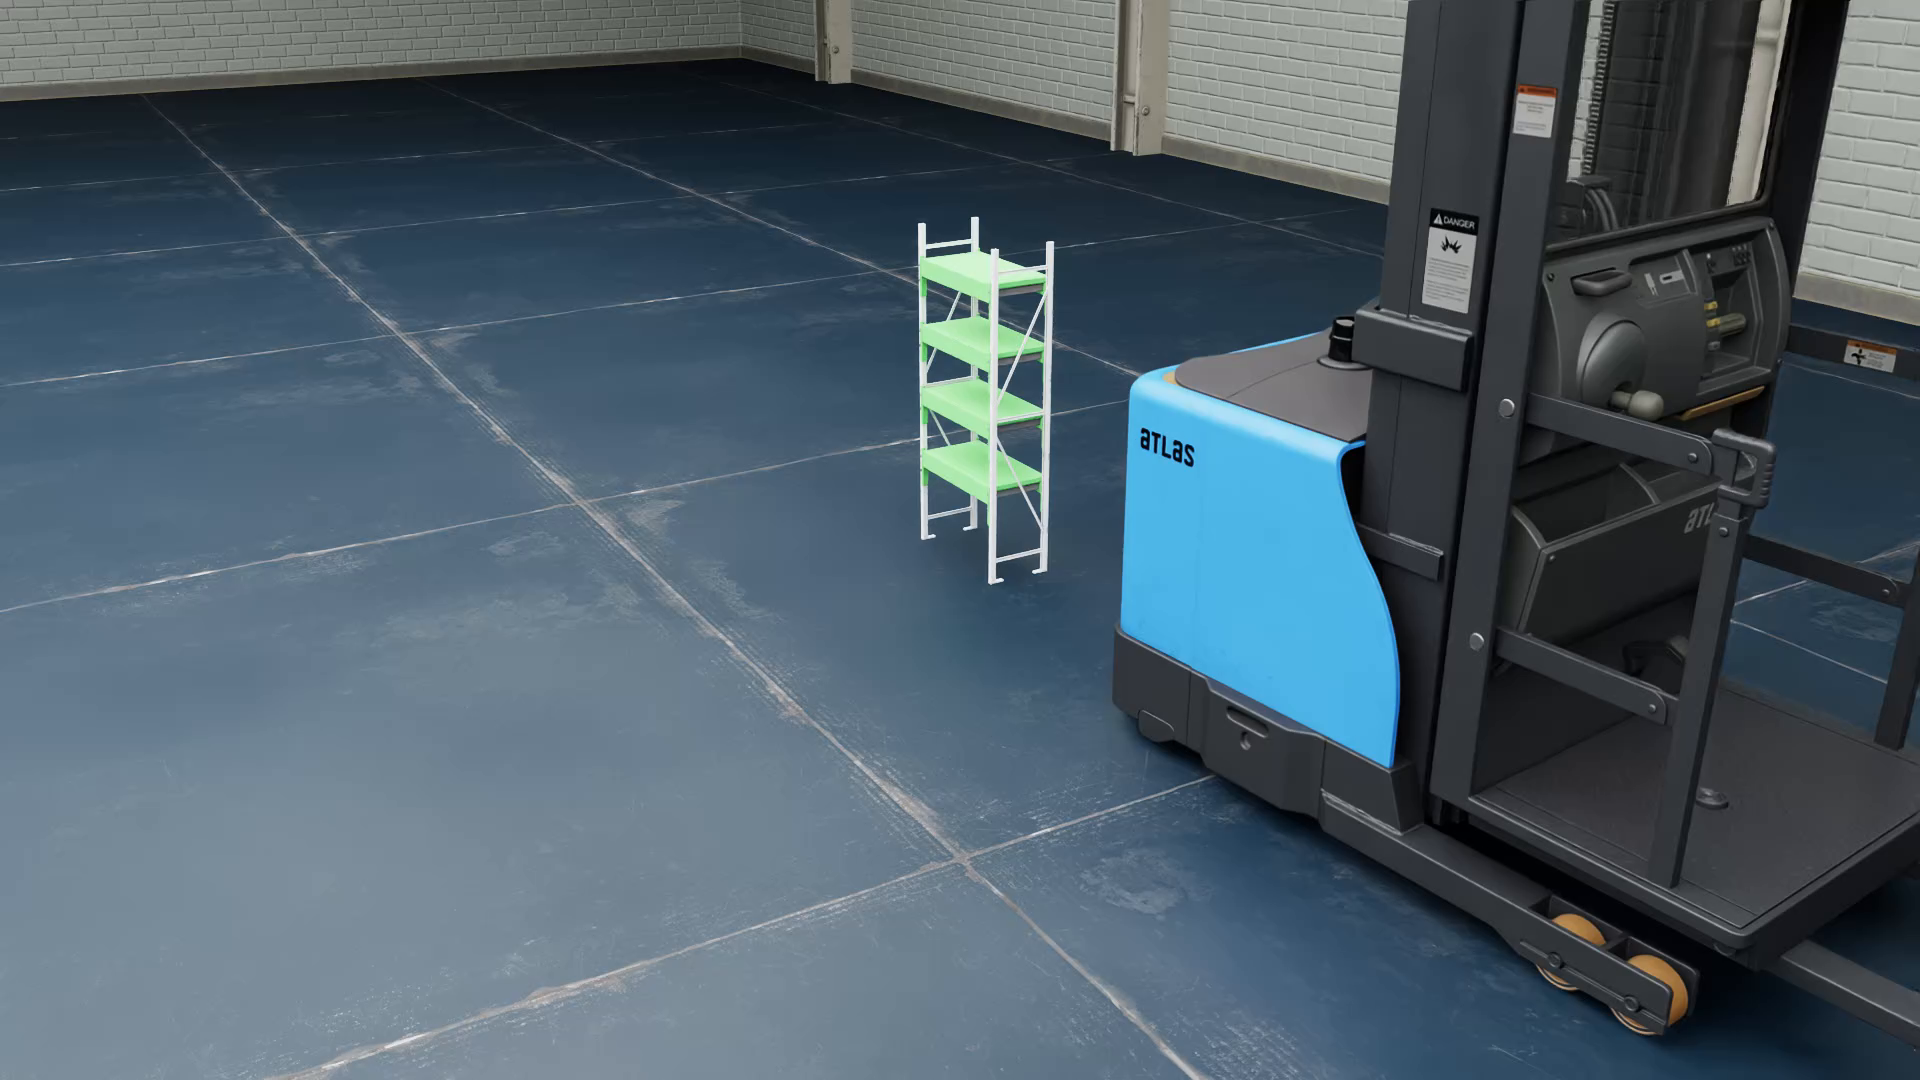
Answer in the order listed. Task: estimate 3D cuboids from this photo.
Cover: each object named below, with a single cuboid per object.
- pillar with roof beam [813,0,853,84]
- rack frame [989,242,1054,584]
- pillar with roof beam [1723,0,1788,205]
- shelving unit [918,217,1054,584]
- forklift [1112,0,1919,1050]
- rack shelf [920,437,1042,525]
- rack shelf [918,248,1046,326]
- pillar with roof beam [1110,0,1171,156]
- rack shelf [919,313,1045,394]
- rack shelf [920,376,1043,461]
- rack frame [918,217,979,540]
[{"bbox_3d":[-5.185,-8.756,15.902,9.100,9.000,0.400,-13,25,-28],"label":"pillar with roof beam"},{"bbox_3d":[0.209,-0.423,5.759,0.240,1.200,0.015,-13,25,-28],"label":"rack frame"},{"bbox_3d":[0.945,-4.871,6.345,9.100,9.000,0.400,-13,25,-28],"label":"pillar with roof beam"},{"bbox_3d":[0.085,-0.502,5.954,0.258,1.200,0.503,-13,25,-28],"label":"shelving unit"},{"bbox_3d":[1.738,-0.485,3.612,1.130,2.935,3.031,-16,27,-34],"label":"forklift"},{"bbox_3d":[0.085,-0.221,6.068,0.258,0.148,0.480,-13,25,-28],"label":"rack shelf"},{"bbox_3d":[0.085,-0.888,5.797,0.258,0.148,0.480,-13,25,-28],"label":"rack shelf"},{"bbox_3d":[-2.120,-6.813,11.123,9.100,9.000,0.400,-13,25,-28],"label":"pillar with roof beam"},{"bbox_3d":[0.085,-0.665,5.887,0.258,0.148,0.480,-13,25,-28],"label":"rack shelf"},{"bbox_3d":[0.085,-0.443,5.978,0.258,0.148,0.480,-13,25,-28],"label":"rack shelf"},{"bbox_3d":[-0.040,-0.581,6.148,0.240,1.200,0.015,-13,25,-28],"label":"rack frame"}]
